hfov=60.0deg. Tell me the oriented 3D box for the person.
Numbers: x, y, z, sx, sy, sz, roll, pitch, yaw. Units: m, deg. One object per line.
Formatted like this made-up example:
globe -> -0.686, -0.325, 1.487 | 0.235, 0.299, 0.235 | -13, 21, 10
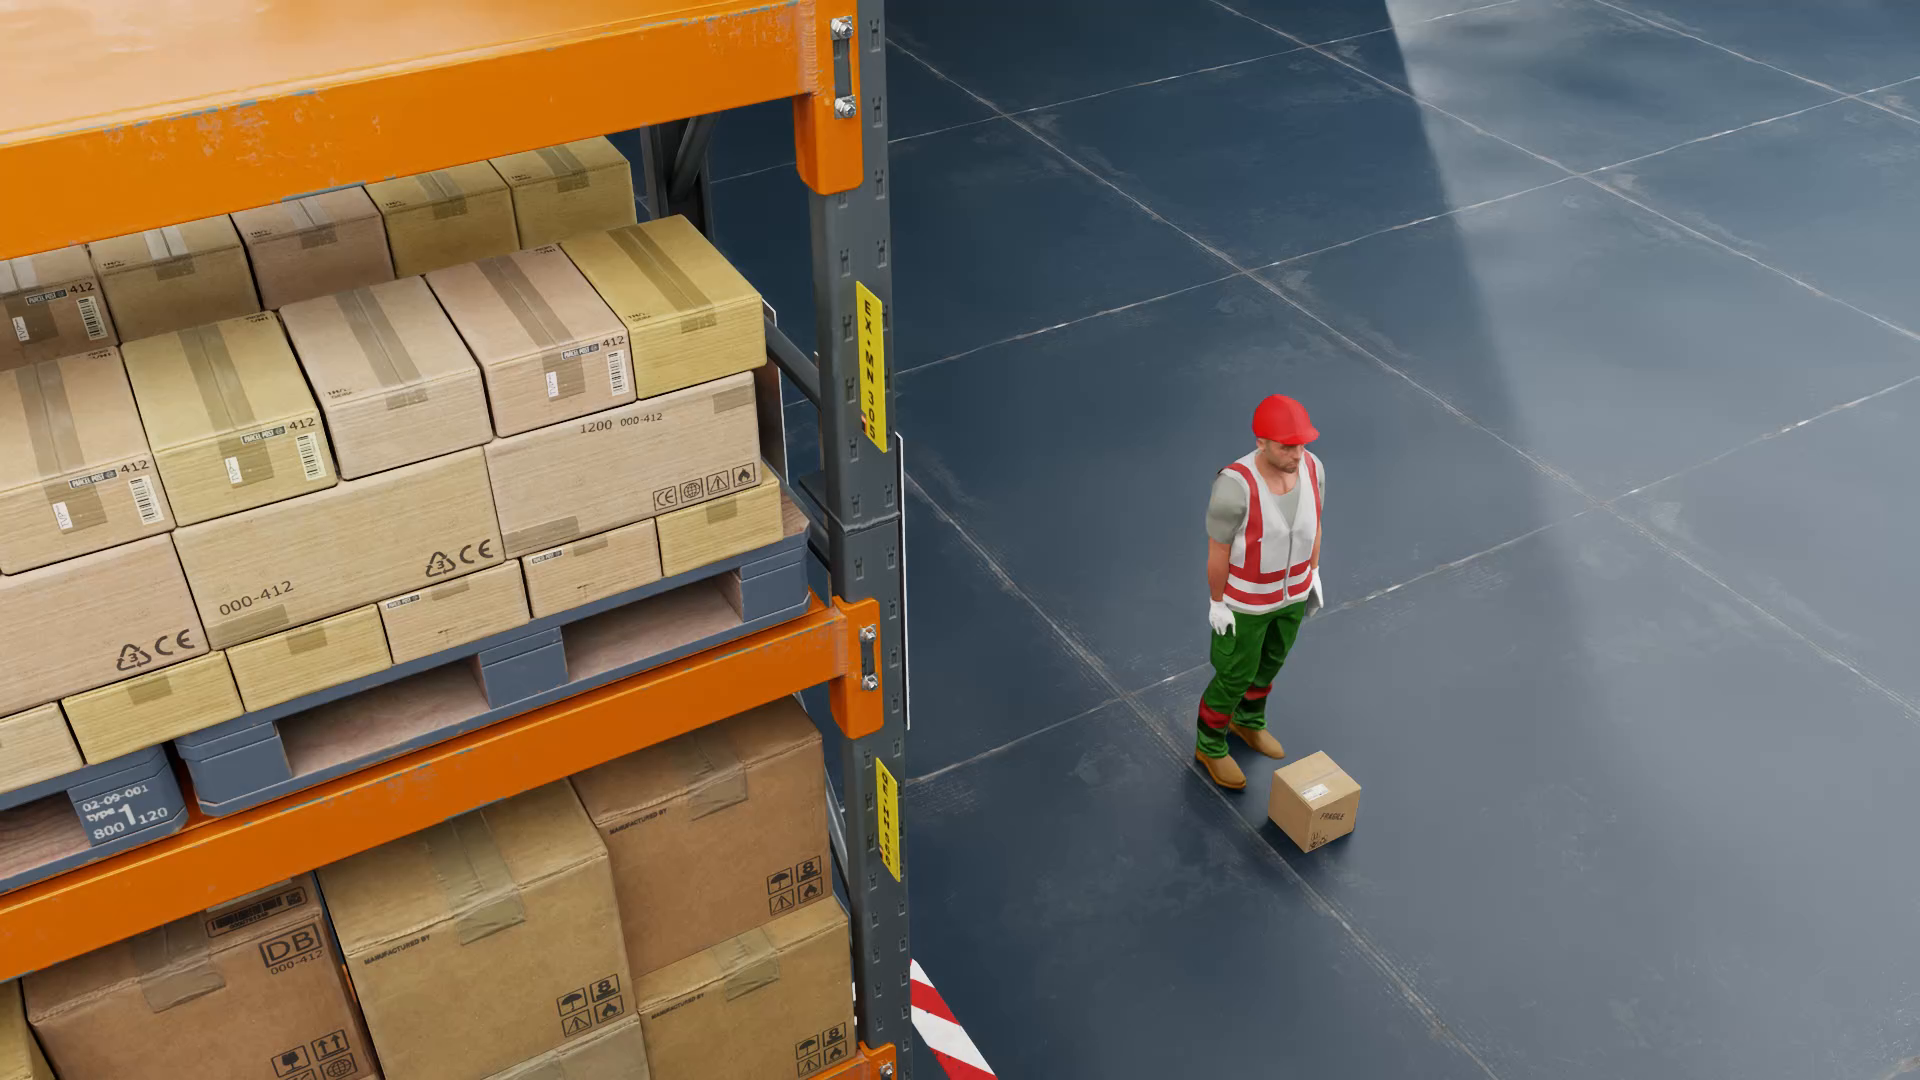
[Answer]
person -> 1.209, 0.221, 6.633 | 0.526, 1.813, 0.367 | -18, 40, -23
